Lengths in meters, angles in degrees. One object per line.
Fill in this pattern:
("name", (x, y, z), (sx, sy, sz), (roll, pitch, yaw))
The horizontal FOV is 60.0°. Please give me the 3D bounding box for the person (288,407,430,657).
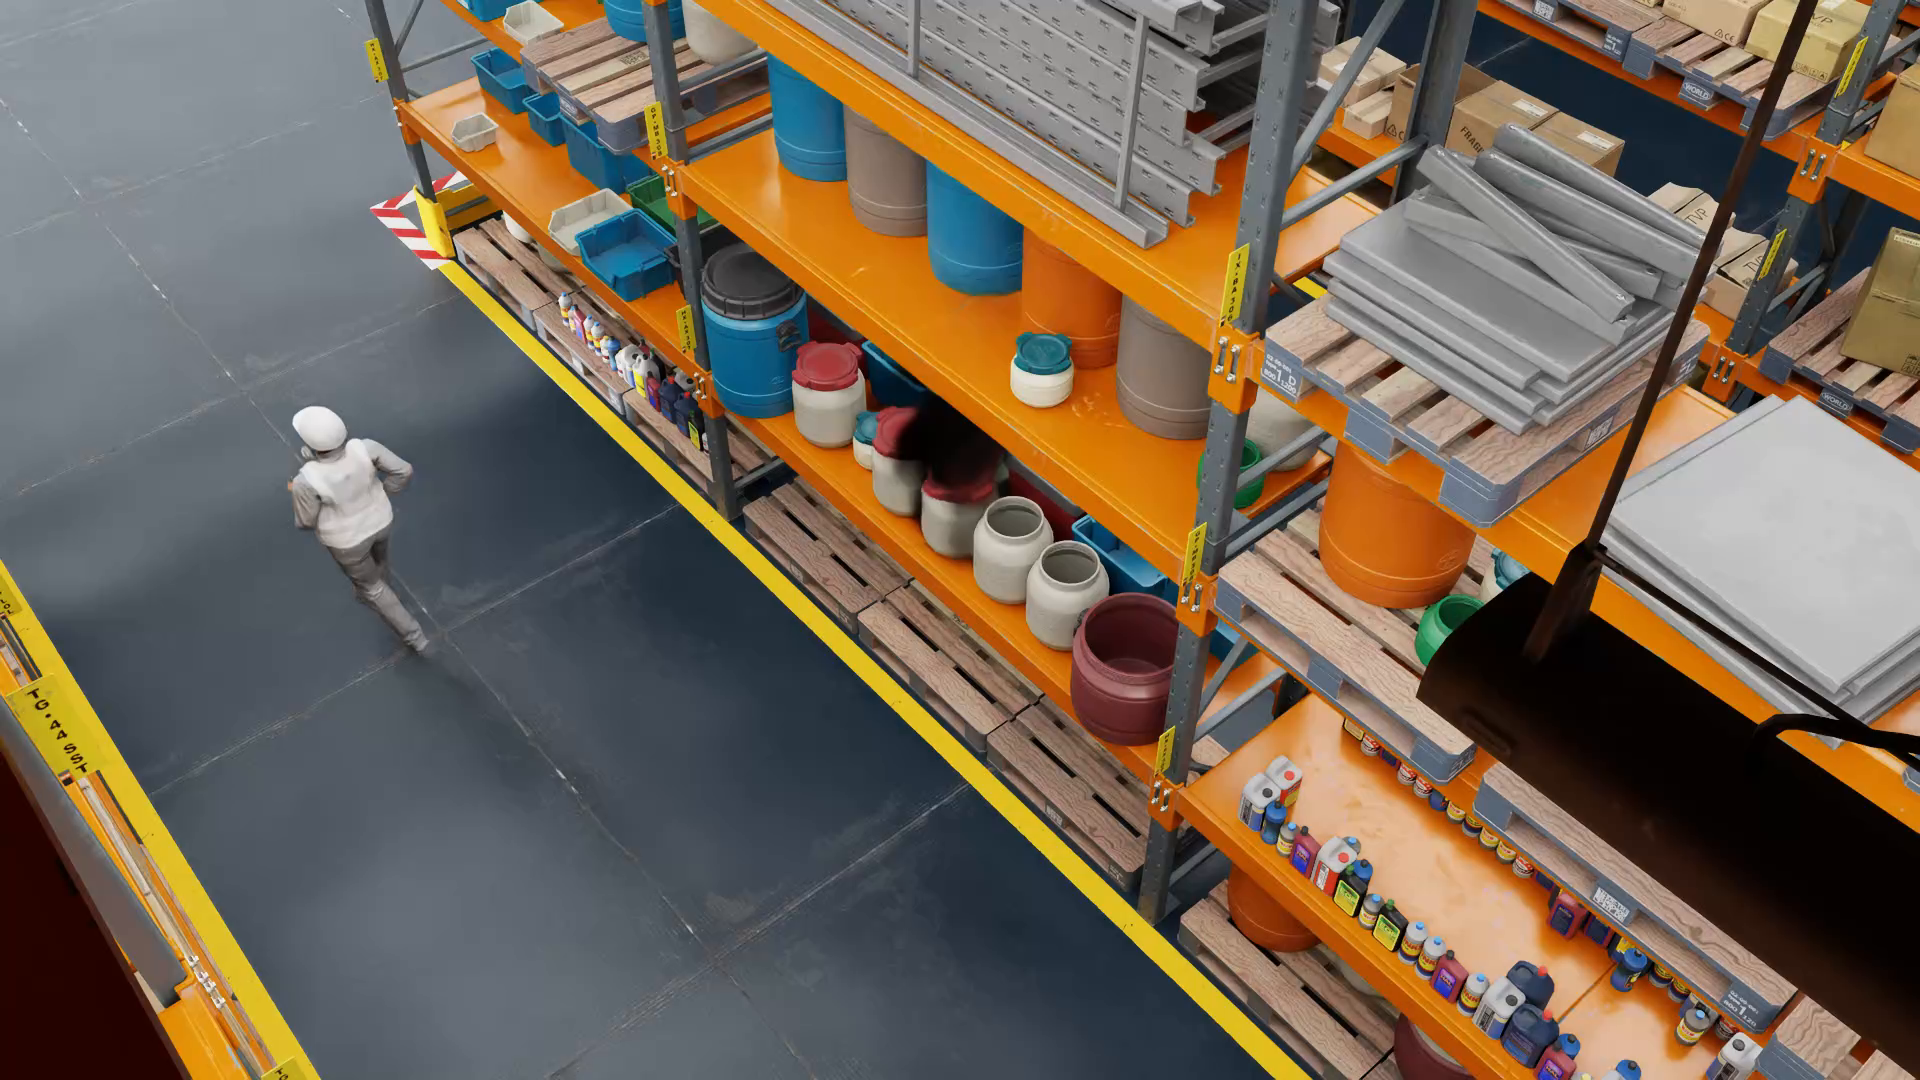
("person", (-3.421, -0.077, 9.433), (0.866, 1.787, 0.663), (31, 54, 26))
